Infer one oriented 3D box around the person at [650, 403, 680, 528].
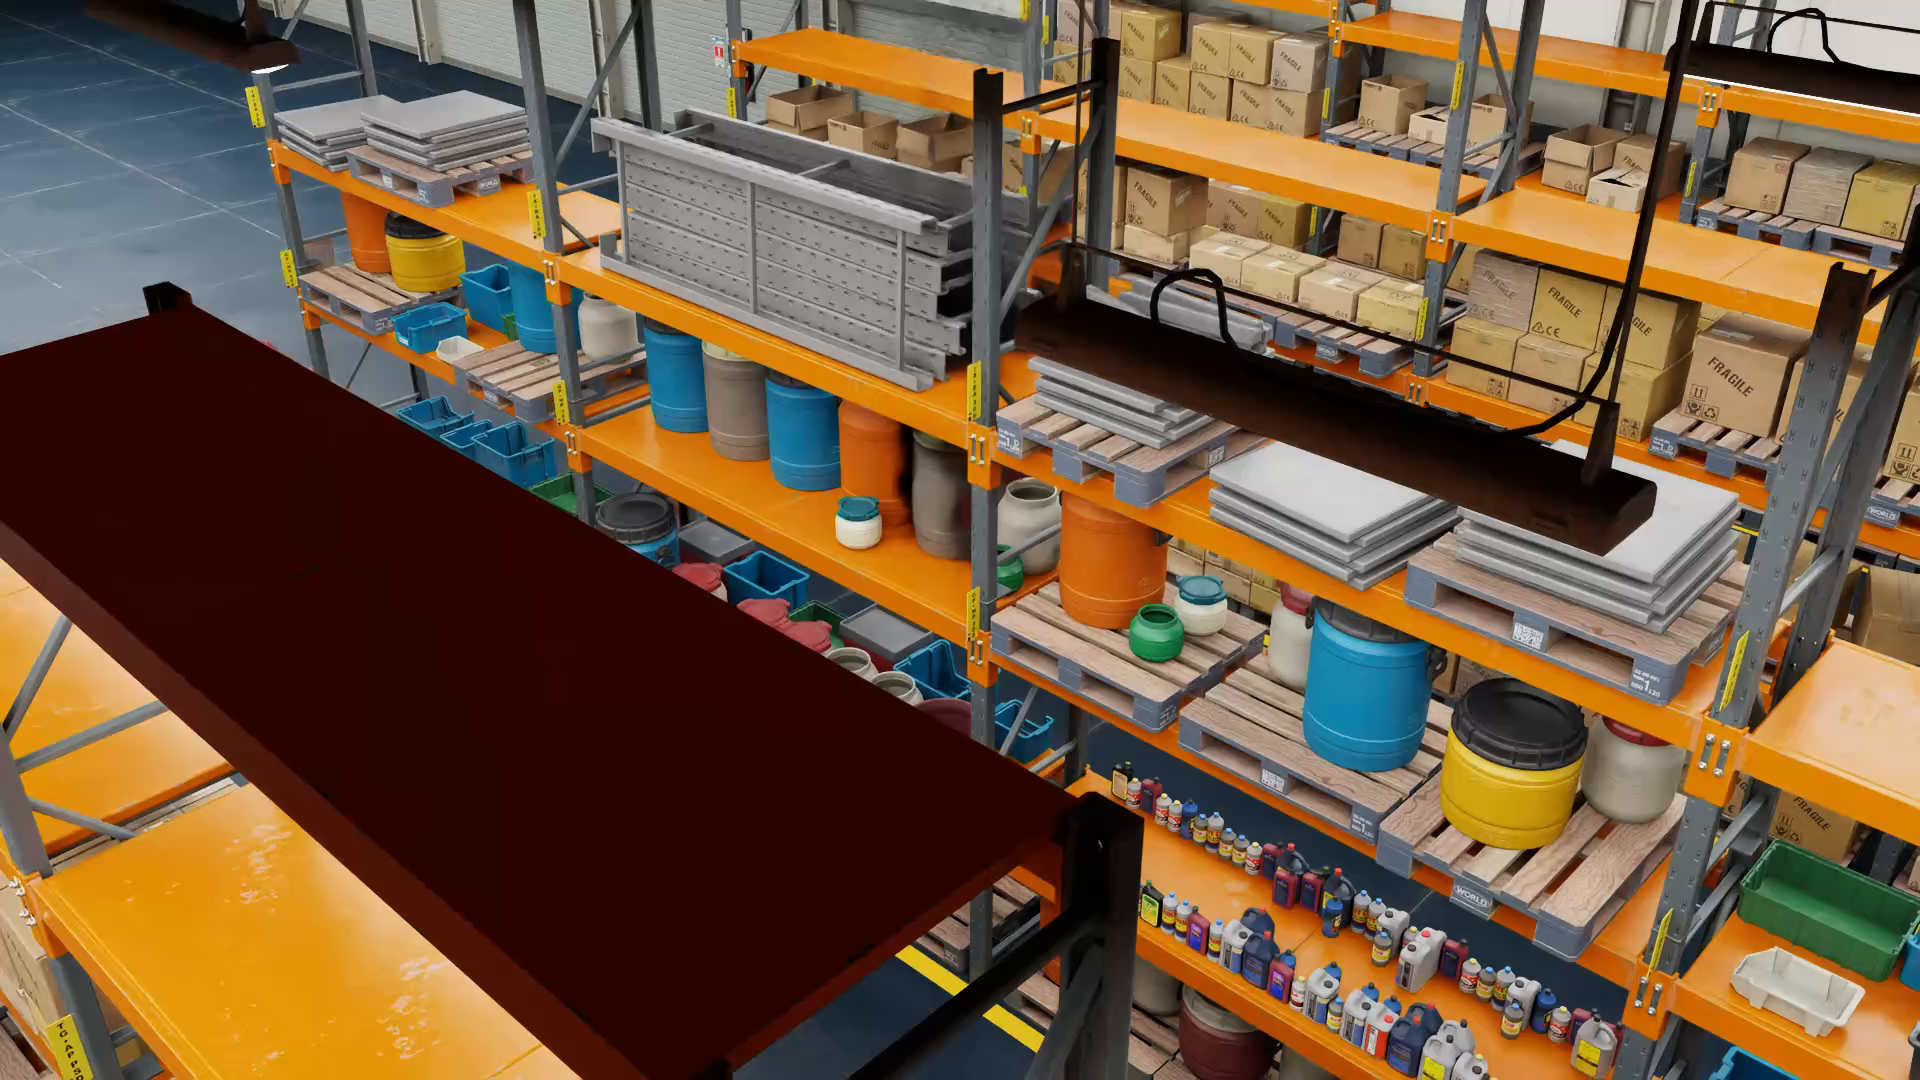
[{"bbox_3d":[-2.766,-0.604,15.632,0.568,1.620,0.587,-25,38,-37],"label":"person"}]
